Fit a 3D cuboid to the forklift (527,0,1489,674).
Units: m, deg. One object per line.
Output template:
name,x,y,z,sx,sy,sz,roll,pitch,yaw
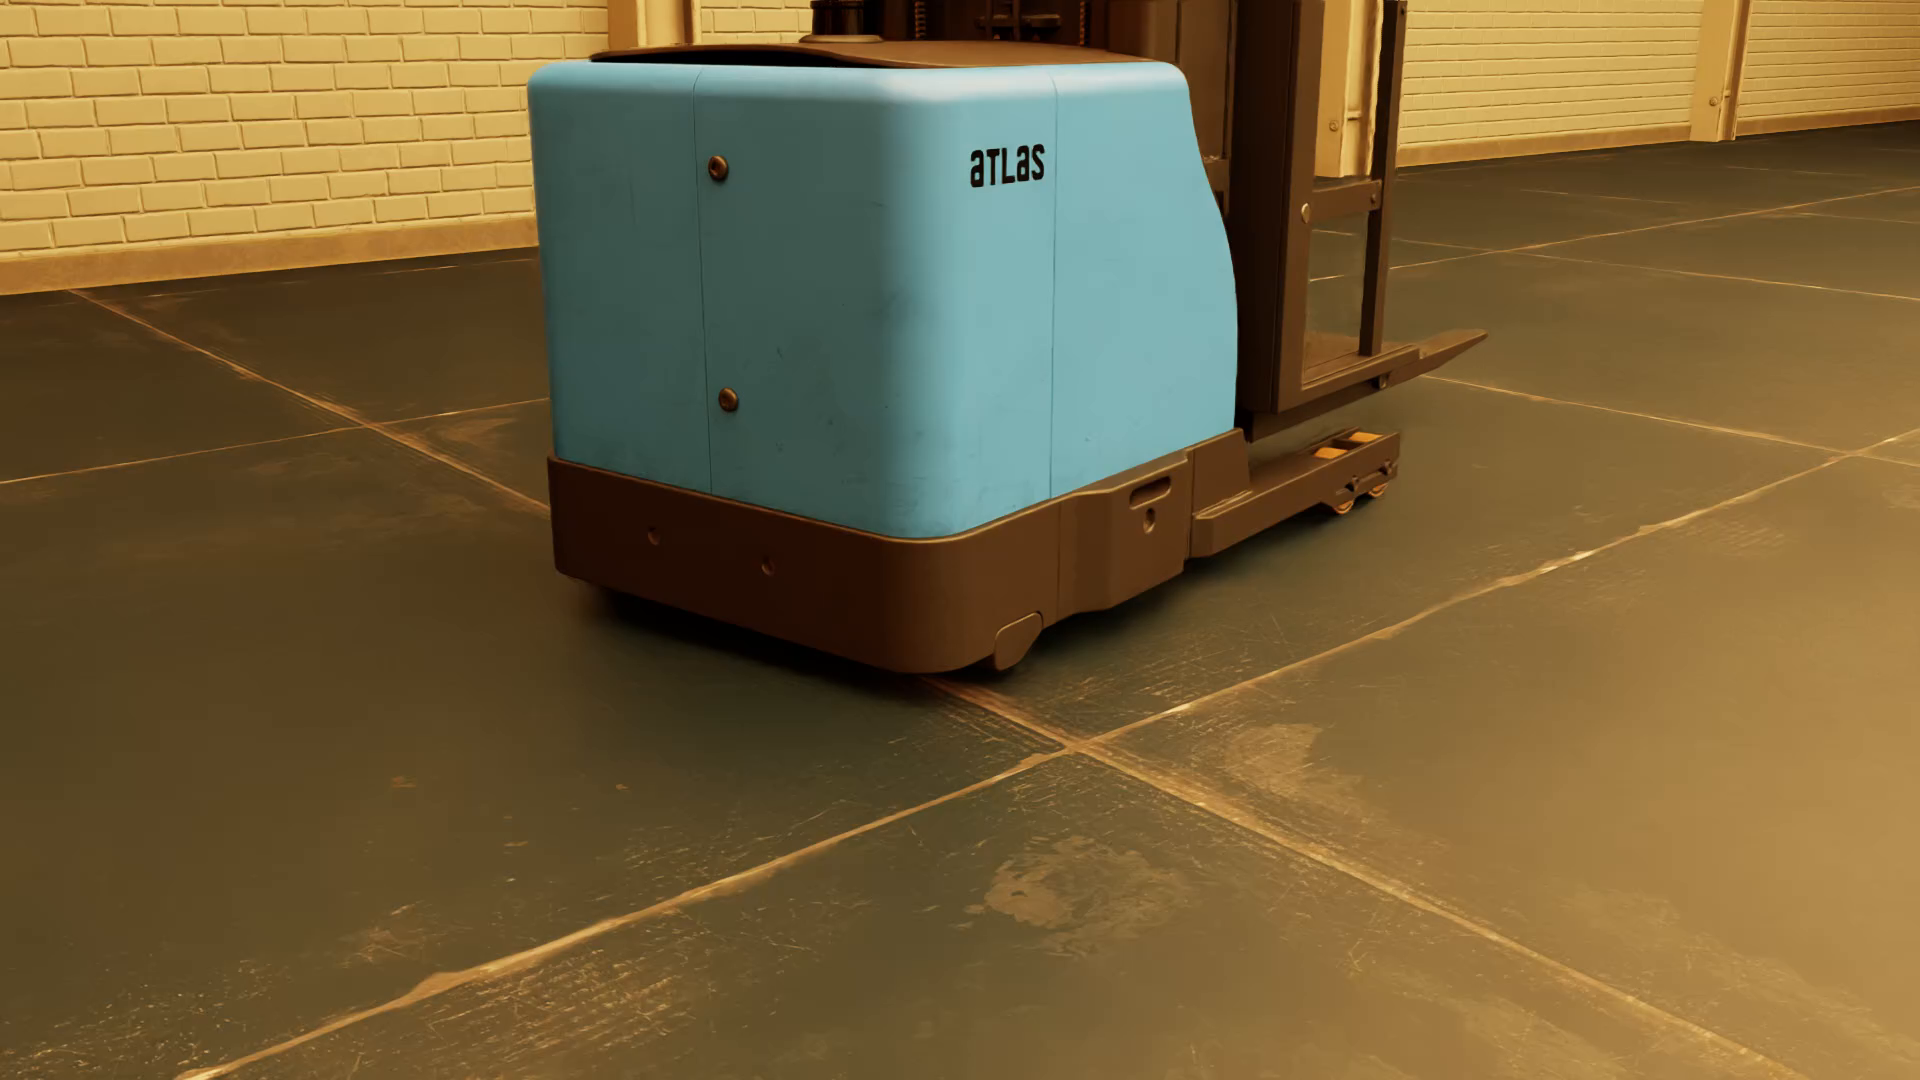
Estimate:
forklift,0.459,-1.539,3.860,1.130,2.935,3.031,13,22,36
